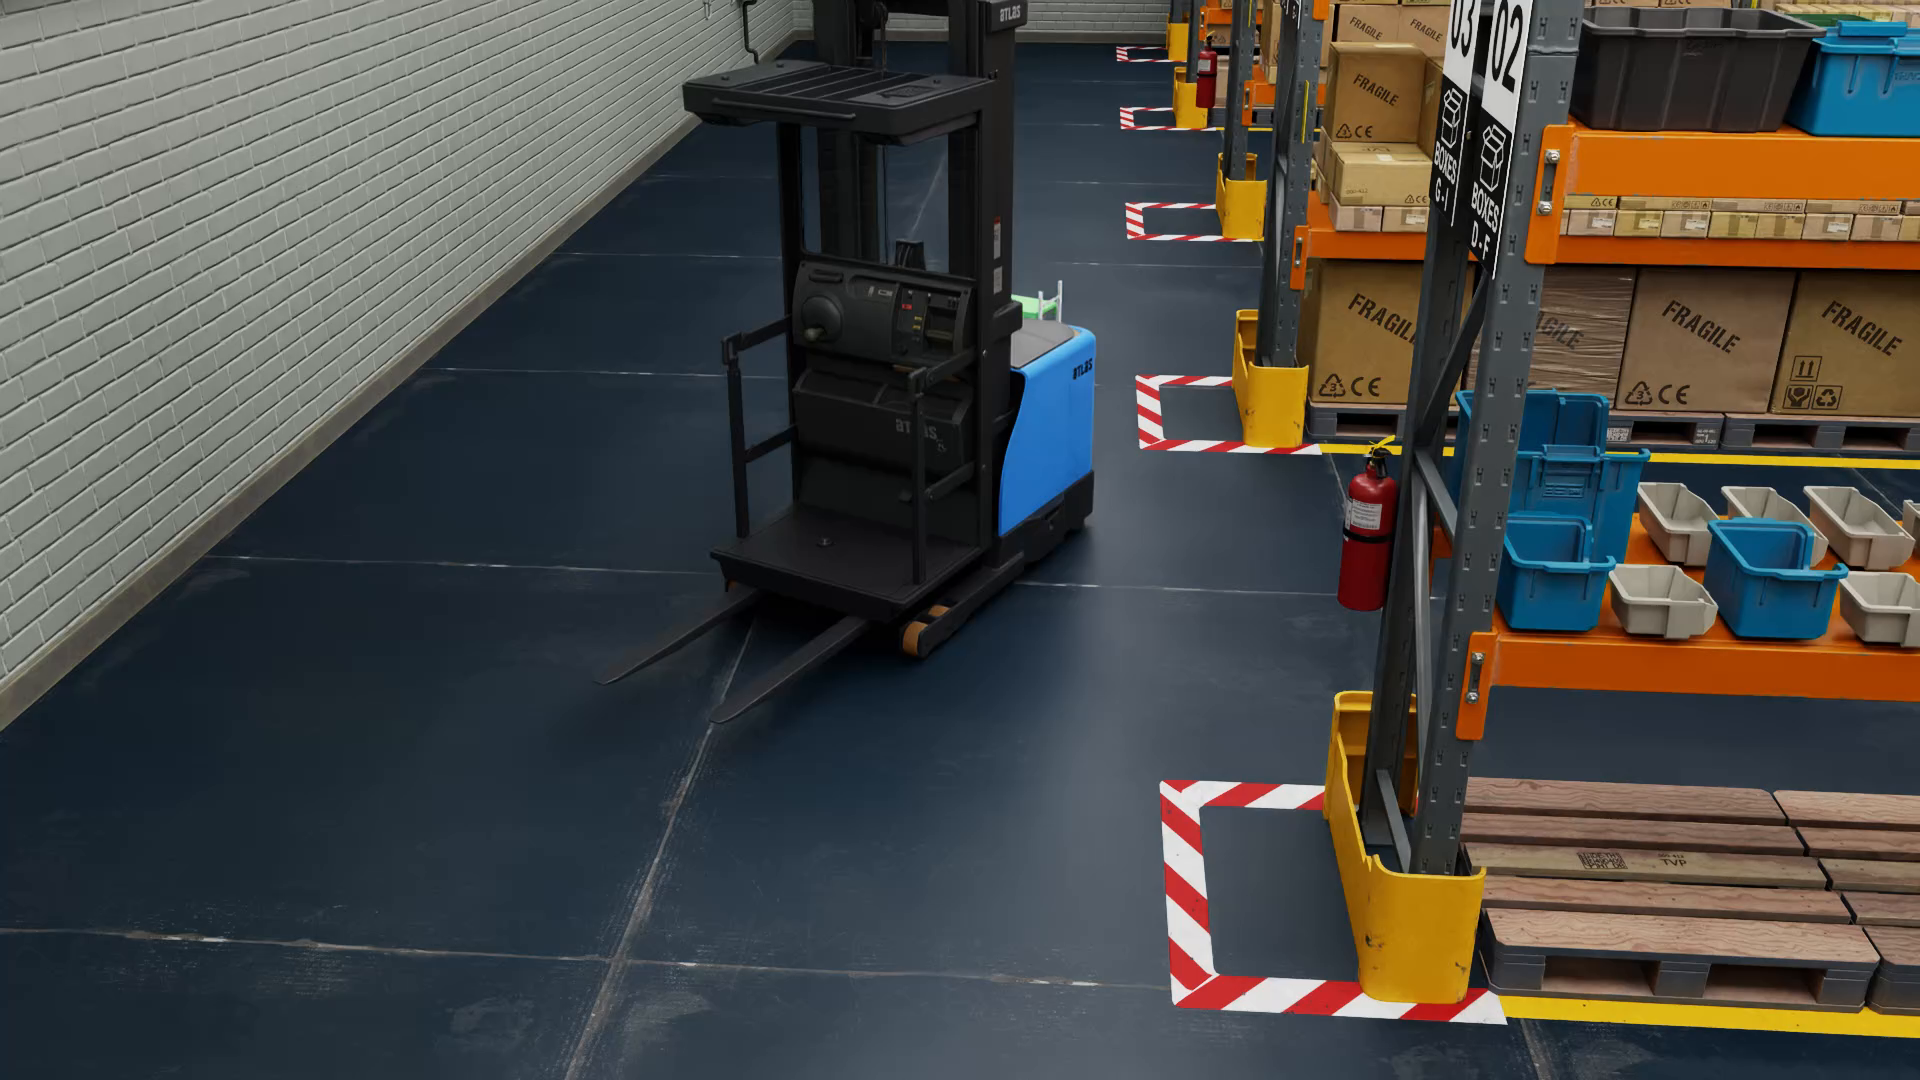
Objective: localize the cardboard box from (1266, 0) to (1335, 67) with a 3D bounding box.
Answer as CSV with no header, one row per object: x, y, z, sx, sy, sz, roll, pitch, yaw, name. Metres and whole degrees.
2.853,-4.272,13.971,0.500,0.500,0.500,3,25,6,cardboard box

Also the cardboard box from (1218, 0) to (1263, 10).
3.161,-6.198,18.512,0.500,0.500,0.500,2,25,4,cardboard box

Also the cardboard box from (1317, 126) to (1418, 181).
2.449,-2.319,10.026,0.500,0.250,0.500,1,25,3,cardboard box

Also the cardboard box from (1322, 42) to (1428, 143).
2.452,-2.659,9.866,0.500,0.500,0.500,2,25,5,cardboard box

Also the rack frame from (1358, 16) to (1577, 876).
1.567,-0.093,5.363,0.127,3.000,1.000,2,25,4,rack frame

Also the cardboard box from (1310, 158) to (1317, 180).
2.923,-3.229,14.375,0.250,0.149,0.380,1,25,2,cardboard box

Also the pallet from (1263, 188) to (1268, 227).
3.309,-2.911,14.824,1.213,0.211,1.003,2,25,4,pallet

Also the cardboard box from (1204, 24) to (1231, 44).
3.683,-7.354,23.628,0.637,0.503,0.797,1,25,2,cardboard box

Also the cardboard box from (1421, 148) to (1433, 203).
2.922,-2.082,9.511,0.500,0.250,0.500,2,25,3,cardboard box

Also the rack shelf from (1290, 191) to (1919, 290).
3.940,-1.766,9.861,4.000,0.370,1.077,2,25,4,rack shelf

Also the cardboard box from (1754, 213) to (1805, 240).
4.579,-1.821,9.420,0.250,0.149,0.380,2,25,5,cardboard box

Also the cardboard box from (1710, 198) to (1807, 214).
4.449,-2.033,9.403,0.500,0.250,0.500,2,25,5,cardboard box

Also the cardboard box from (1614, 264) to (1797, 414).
4.385,-1.338,10.109,0.875,0.875,0.875,2,25,4,cardboard box

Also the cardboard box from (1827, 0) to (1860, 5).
7.355,-4.491,14.009,0.250,0.149,0.380,1,25,2,cardboard box

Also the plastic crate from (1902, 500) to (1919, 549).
3.257,-0.034,5.479,0.250,0.136,0.298,2,25,4,plastic crate

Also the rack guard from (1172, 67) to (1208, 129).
2.680,-5.153,19.350,0.348,0.500,1.175,2,25,4,rack guard

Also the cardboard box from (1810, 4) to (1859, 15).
7.050,-4.229,13.440,0.250,0.149,0.380,3,25,5,cardboard box

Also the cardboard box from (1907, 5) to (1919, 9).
7.810,-4.203,13.383,0.250,0.149,0.380,2,25,4,cardboard box

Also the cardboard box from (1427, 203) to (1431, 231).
2.786,-1.879,9.545,0.250,0.149,0.380,1,25,3,cardboard box

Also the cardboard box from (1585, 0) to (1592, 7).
4.900,-4.667,13.632,0.500,0.500,0.500,2,25,5,cardboard box

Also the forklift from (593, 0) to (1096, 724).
-0.473,-1.013,7.444,1.130,2.935,3.031,14,28,28,forklift

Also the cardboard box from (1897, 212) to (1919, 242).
5.348,-1.796,9.366,0.250,0.149,0.380,2,25,5,cardboard box

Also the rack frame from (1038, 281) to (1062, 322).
0.478,-0.798,9.049,0.015,1.200,0.240,14,28,27,rack frame

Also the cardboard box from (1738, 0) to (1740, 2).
8.635,-5.908,18.182,0.500,0.250,0.500,1,25,3,cardboard box

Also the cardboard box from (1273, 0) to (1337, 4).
2.853,-4.731,13.771,0.500,0.500,0.500,2,25,4,cardboard box

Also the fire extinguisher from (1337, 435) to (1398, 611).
1.451,-0.083,5.880,0.183,0.674,0.296,2,25,4,fire extinguisher

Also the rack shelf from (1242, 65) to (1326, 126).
4.420,-3.830,14.347,4.000,0.370,1.077,2,25,4,rack shelf

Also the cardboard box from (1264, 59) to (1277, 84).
2.724,-3.960,14.068,0.250,0.149,0.380,2,25,4,cardboard box

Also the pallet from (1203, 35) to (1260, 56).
3.951,-7.062,23.845,1.213,0.211,1.003,2,25,4,pallet

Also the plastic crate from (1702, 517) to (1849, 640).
2.444,0.122,5.025,0.300,0.233,0.416,2,25,4,plastic crate

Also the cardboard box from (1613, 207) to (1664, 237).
3.808,-1.845,9.473,0.250,0.149,0.380,1,25,3,cardboard box

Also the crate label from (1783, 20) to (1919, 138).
2.462,-1.224,4.411,0.502,0.251,0.408,2,25,4,crate label

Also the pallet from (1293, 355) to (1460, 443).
2.749,-0.897,10.448,1.213,0.211,1.003,2,25,4,pallet

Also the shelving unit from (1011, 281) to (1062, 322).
0.267,-0.849,9.160,0.503,1.200,0.258,14,28,27,shelving unit

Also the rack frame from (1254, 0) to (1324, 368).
1.946,-2.157,9.850,0.127,3.000,1.000,2,25,4,rack frame

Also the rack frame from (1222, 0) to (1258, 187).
2.426,-4.221,14.335,0.127,3.000,1.000,2,25,4,rack frame

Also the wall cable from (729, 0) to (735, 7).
-2.823,-7.511,20.270,0.122,1.984,0.588,2,25,4,wall cable

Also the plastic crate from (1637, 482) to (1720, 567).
2.393,-0.050,5.513,0.243,0.136,0.396,2,25,4,plastic crate

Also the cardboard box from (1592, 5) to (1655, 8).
5.393,-4.189,13.789,0.500,0.500,0.500,1,25,3,cardboard box

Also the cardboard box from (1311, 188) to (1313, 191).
3.191,-2.992,14.573,0.250,0.149,0.380,2,25,4,cardboard box

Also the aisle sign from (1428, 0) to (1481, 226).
1.517,-1.398,5.090,0.004,0.787,0.394,2,25,4,aisle sign

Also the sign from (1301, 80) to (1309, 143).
1.897,-2.355,9.150,0.005,0.325,0.100,2,25,4,sign
